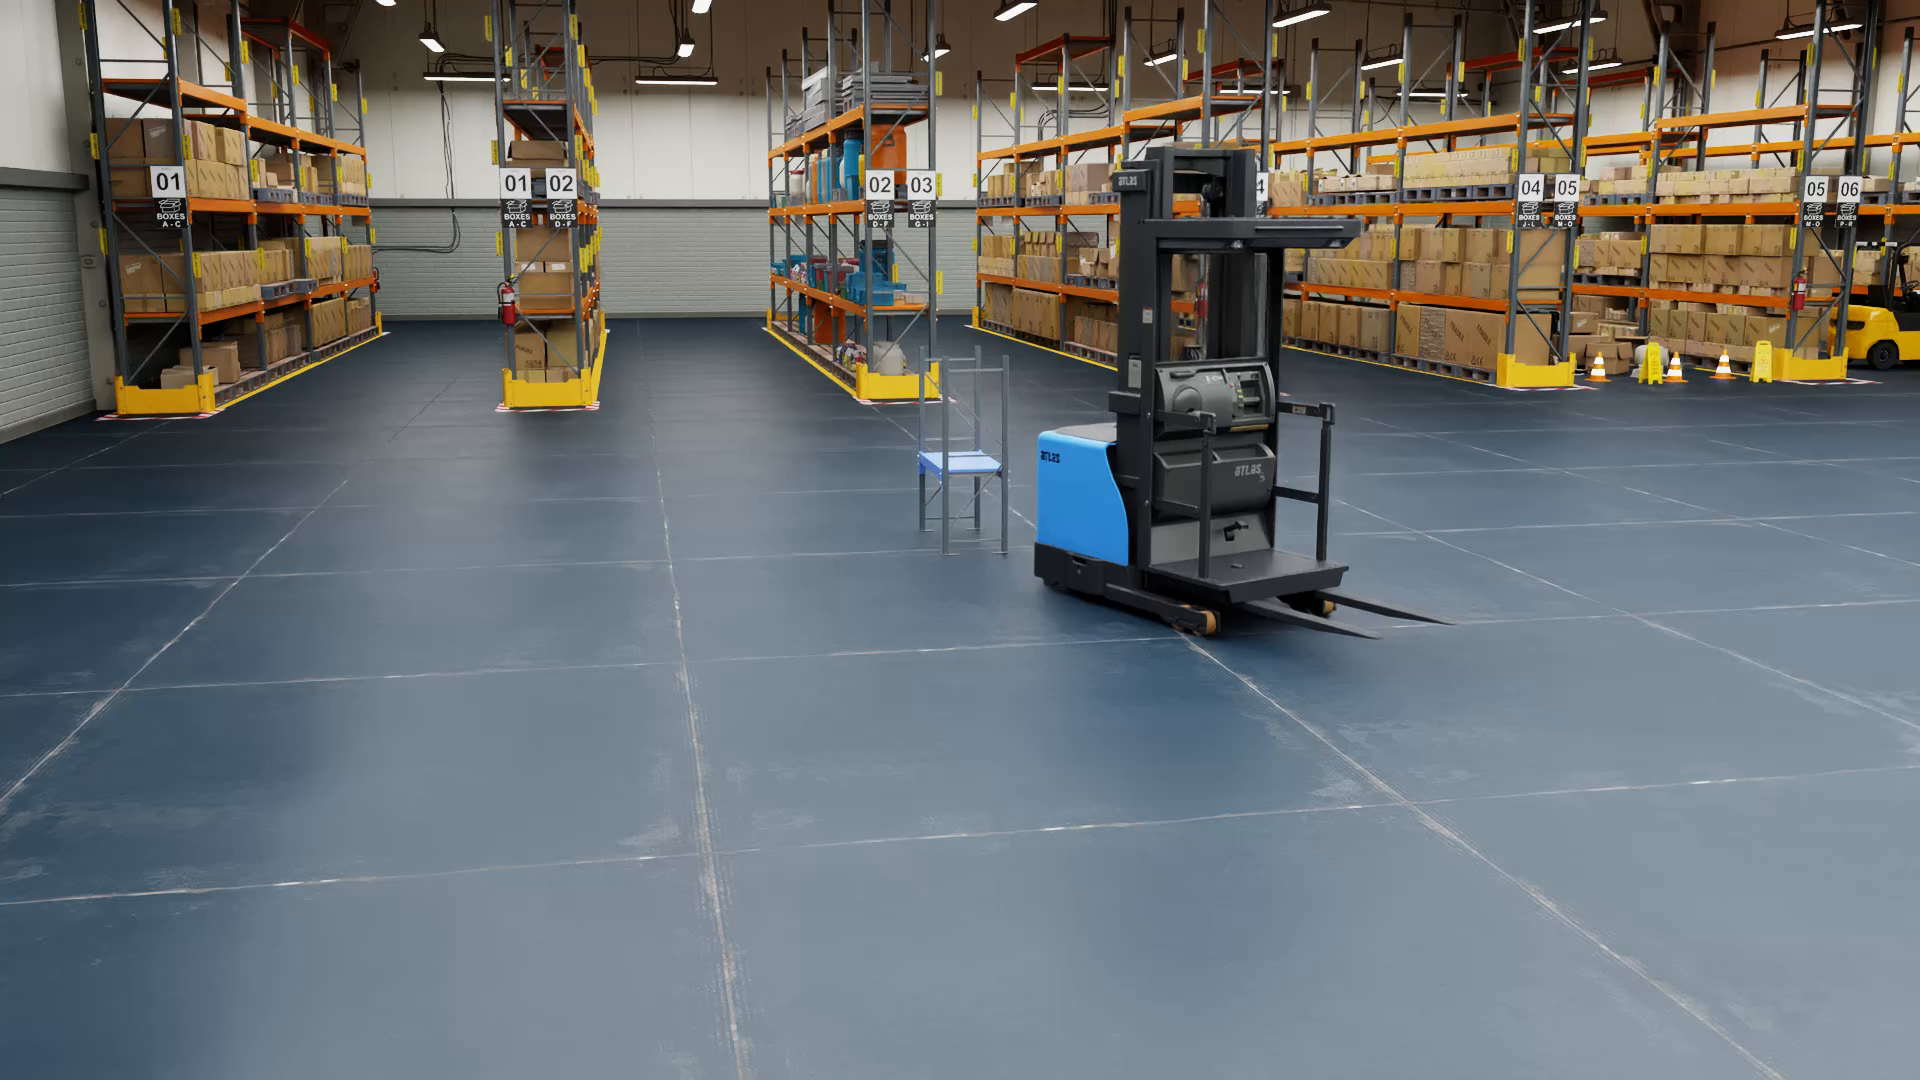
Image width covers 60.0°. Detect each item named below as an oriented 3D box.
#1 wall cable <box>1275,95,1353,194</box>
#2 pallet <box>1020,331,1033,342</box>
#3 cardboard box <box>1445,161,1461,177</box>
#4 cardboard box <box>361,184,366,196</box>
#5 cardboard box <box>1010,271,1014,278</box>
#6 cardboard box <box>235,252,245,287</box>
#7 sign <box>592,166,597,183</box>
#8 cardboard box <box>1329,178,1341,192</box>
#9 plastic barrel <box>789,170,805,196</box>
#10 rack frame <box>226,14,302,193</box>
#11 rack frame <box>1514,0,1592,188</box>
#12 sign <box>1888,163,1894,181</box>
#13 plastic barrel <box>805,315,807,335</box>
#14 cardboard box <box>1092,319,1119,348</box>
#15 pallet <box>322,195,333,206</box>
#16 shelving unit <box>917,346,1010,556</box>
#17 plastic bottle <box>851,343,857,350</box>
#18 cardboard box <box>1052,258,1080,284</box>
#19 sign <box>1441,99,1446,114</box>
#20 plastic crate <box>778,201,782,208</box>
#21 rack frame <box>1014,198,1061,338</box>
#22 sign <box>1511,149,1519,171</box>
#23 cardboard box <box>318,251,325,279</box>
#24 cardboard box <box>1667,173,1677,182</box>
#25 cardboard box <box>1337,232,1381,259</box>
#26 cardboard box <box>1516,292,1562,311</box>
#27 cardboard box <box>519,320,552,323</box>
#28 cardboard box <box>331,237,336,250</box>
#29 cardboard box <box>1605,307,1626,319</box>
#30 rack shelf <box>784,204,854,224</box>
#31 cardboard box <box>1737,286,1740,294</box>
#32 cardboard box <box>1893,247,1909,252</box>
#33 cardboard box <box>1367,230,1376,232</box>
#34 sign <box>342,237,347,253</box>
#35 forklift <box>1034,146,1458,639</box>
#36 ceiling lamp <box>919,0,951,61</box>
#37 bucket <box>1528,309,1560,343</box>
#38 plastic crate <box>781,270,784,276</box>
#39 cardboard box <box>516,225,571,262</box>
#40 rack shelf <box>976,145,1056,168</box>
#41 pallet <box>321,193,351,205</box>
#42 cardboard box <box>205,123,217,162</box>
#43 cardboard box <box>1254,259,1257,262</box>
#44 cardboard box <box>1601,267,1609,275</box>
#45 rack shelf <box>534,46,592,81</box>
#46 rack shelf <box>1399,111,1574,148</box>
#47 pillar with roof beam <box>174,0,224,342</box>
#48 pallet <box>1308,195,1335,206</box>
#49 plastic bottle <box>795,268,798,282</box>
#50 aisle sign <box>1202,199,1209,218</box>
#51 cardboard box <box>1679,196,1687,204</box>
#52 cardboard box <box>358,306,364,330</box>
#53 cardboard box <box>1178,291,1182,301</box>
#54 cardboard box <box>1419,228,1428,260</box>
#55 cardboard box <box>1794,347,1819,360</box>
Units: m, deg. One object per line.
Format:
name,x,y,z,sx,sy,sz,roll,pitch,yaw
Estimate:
wall cable,9.981,-11.009,46.972,2.355,3.000,0.029,-2,11,-11
pallet,1.906,-4.400,35.748,1.003,0.211,1.213,-2,11,-11
cardboard box,8.241,-6.027,27.031,0.500,0.250,0.500,-2,11,-10
cardboard box,-13.269,-7.632,36.262,0.500,0.250,0.500,-2,11,-9
cardboard box,1.302,-5.829,36.471,0.380,0.149,0.250,-2,11,-11
cardboard box,-10.753,-3.946,24.247,0.500,0.500,0.500,-2,11,-13
sign,-7.492,-7.491,34.071,0.100,0.325,0.005,-2,11,-11
cardboard box,7.368,-6.759,31.675,0.500,0.250,0.500,-2,11,-9
plastic barrel,-3.320,-7.369,34.383,0.433,0.535,0.433,0,11,0
rack frame,-12.116,-7.582,28.962,1.000,3.000,0.127,-2,11,-11
rack frame,8.901,-6.816,24.943,1.000,3.000,0.127,-2,11,-11
sign,17.297,-6.843,30.882,0.100,0.325,0.005,-2,11,-11
plastic barrel,-2.927,-4.375,33.693,0.421,0.512,0.421,0,11,0
cardboard box,2.848,-3.836,30.836,0.700,0.500,0.500,-1,11,-6
pallet,-12.667,-6.581,32.241,0.805,0.209,1.217,-3,11,-13
shelving unit,0.017,-0.721,12.974,0.538,1.500,1.048,-2,11,-11
plastic bottle,-1.729,-3.018,26.938,0.144,0.351,0.185,-2,11,-11
cardboard box,2.121,-5.305,32.781,0.500,0.500,0.500,-2,11,-9
sign,10.854,-9.737,37.365,0.100,0.325,0.005,-2,11,-11
plastic crate,-3.797,-7.292,36.167,0.293,0.136,0.466,-2,11,-11
rack frame,1.682,-5.908,36.217,1.000,3.000,0.127,-2,11,-11
sign,8.366,-5.722,25.057,0.100,0.325,0.005,-2,11,-11
cardboard box,-12.148,-5.125,30.986,0.500,0.500,0.500,-2,11,-11
cardboard box,12.779,-6.427,29.459,0.380,0.149,0.250,-2,11,-9
cardboard box,7.624,-5.608,31.694,0.700,0.500,0.500,-2,11,-12
cardboard box,12.128,-4.827,35.096,0.875,0.875,0.875,-2,11,-12
cardboard box,-6.696,-3.209,26.260,0.500,0.500,0.500,-2,11,-11
cardboard box,-12.462,-5.771,32.373,0.500,0.250,0.500,-2,11,-10
cardboard box,15.805,-5.470,40.103,0.396,0.266,0.258,-2,11,-9
rack shelf,-2.787,-6.482,33.130,1.077,0.370,4.000,-2,11,-11
cardboard box,13.276,-4.194,27.880,0.380,0.149,0.250,-2,11,-10
cardboard box,17.598,-5.427,30.892,0.380,0.149,0.250,-2,11,-10
cardboard box,10.439,-7.444,41.345,0.500,0.500,0.500,-2,11,-12
sign,-12.363,-5.919,33.390,0.100,0.325,0.005,-2,11,-11
forklift,1.743,-0.950,10.348,1.130,2.935,3.031,-7,13,-33
ceiling lamp,-0.268,-11.492,33.894,0.800,3.185,2.000,-2,11,-11
bucket,10.411,-3.801,29.831,0.726,0.611,0.620,2,1,9
plastic crate,-3.657,-5.818,36.318,0.437,0.125,0.590,-2,11,-11
cardboard box,-5.790,-4.130,23.137,0.700,0.500,0.500,-2,11,-11
rack shelf,1.293,-8.672,37.688,1.077,0.370,4.000,-2,11,-11
pallet,-13.043,-6.948,33.896,1.003,0.211,1.213,-2,11,-11
cardboard box,-10.555,-5.458,22.831,0.500,0.500,0.500,-2,11,-9
cardboard box,6.453,-5.970,35.292,0.380,0.149,0.250,-2,11,-12
cardboard box,12.416,-5.110,31.572,0.380,0.149,0.250,-2,11,-11
rack shelf,-8.424,-10.142,35.450,1.077,0.370,4.000,-2,11,-11
rack shelf,8.512,-6.633,26.975,1.077,0.370,4.000,-2,11,-11
pillar with roof beam,-8.489,-7.468,28.367,9.100,9.000,0.548,-2,11,-11
pallet,7.523,-6.601,32.339,1.213,0.211,1.003,-2,11,-8
plastic bottle,-3.280,-5.399,33.871,0.152,0.276,0.135,-2,11,-11
aisle sign,3.734,-4.962,24.293,0.394,0.787,0.004,-2,11,-11
cardboard box,12.932,-5.994,29.316,0.380,0.149,0.250,-2,11,-11
cardboard box,-13.242,-4.771,35.804,0.700,0.500,0.500,-2,11,-13
cardboard box,3.578,-3.765,25.628,0.380,0.149,0.250,-2,11,-11
cardboard box,8.382,-5.042,28.373,0.875,0.550,0.550,-2,11,-11
cardboard box,13.851,-3.081,27.595,0.500,0.250,0.500,-2,11,-11
